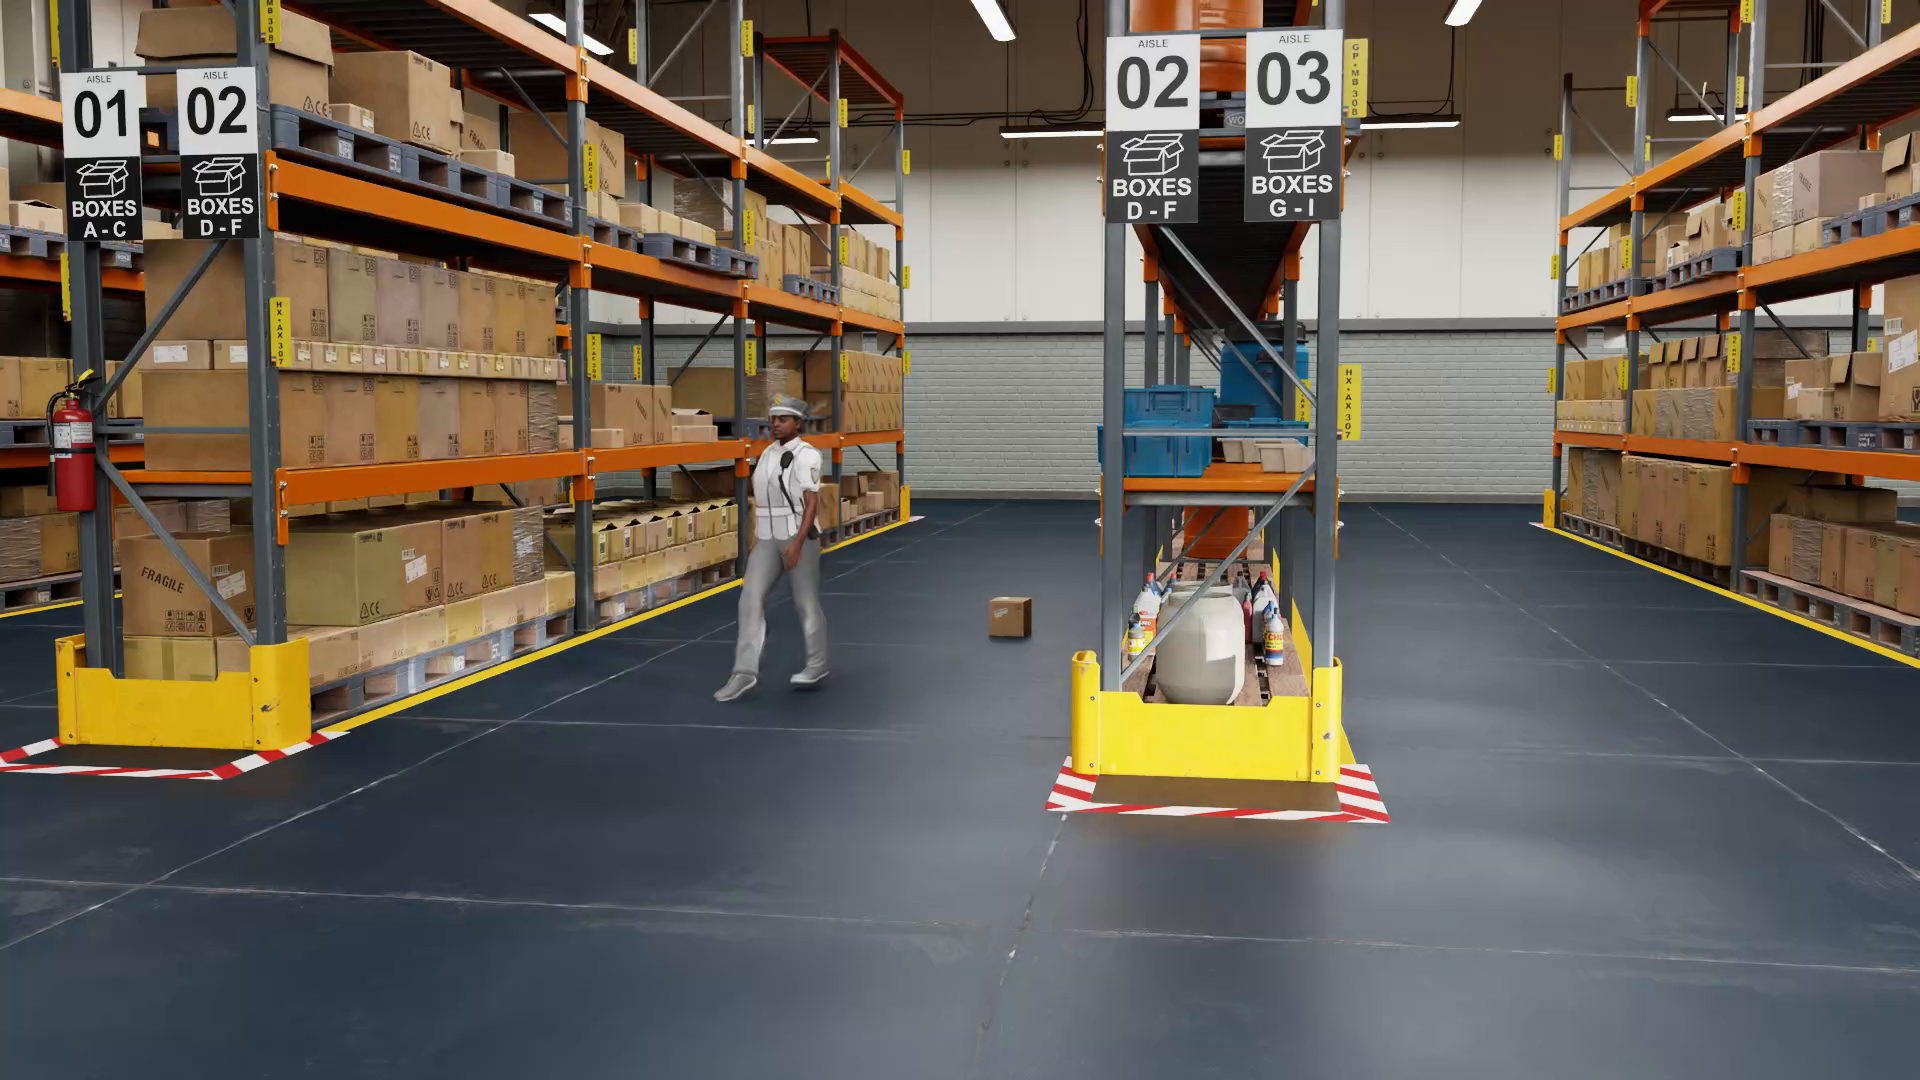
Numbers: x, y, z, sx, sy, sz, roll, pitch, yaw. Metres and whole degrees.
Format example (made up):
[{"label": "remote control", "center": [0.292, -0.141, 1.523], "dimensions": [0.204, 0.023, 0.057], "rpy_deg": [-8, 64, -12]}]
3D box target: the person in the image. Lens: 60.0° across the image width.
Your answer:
[{"label": "person", "center": [-1.021, 0.034, 9.371], "dimensions": [0.486, 1.714, 0.778], "rpy_deg": [3, 5, 33]}]
